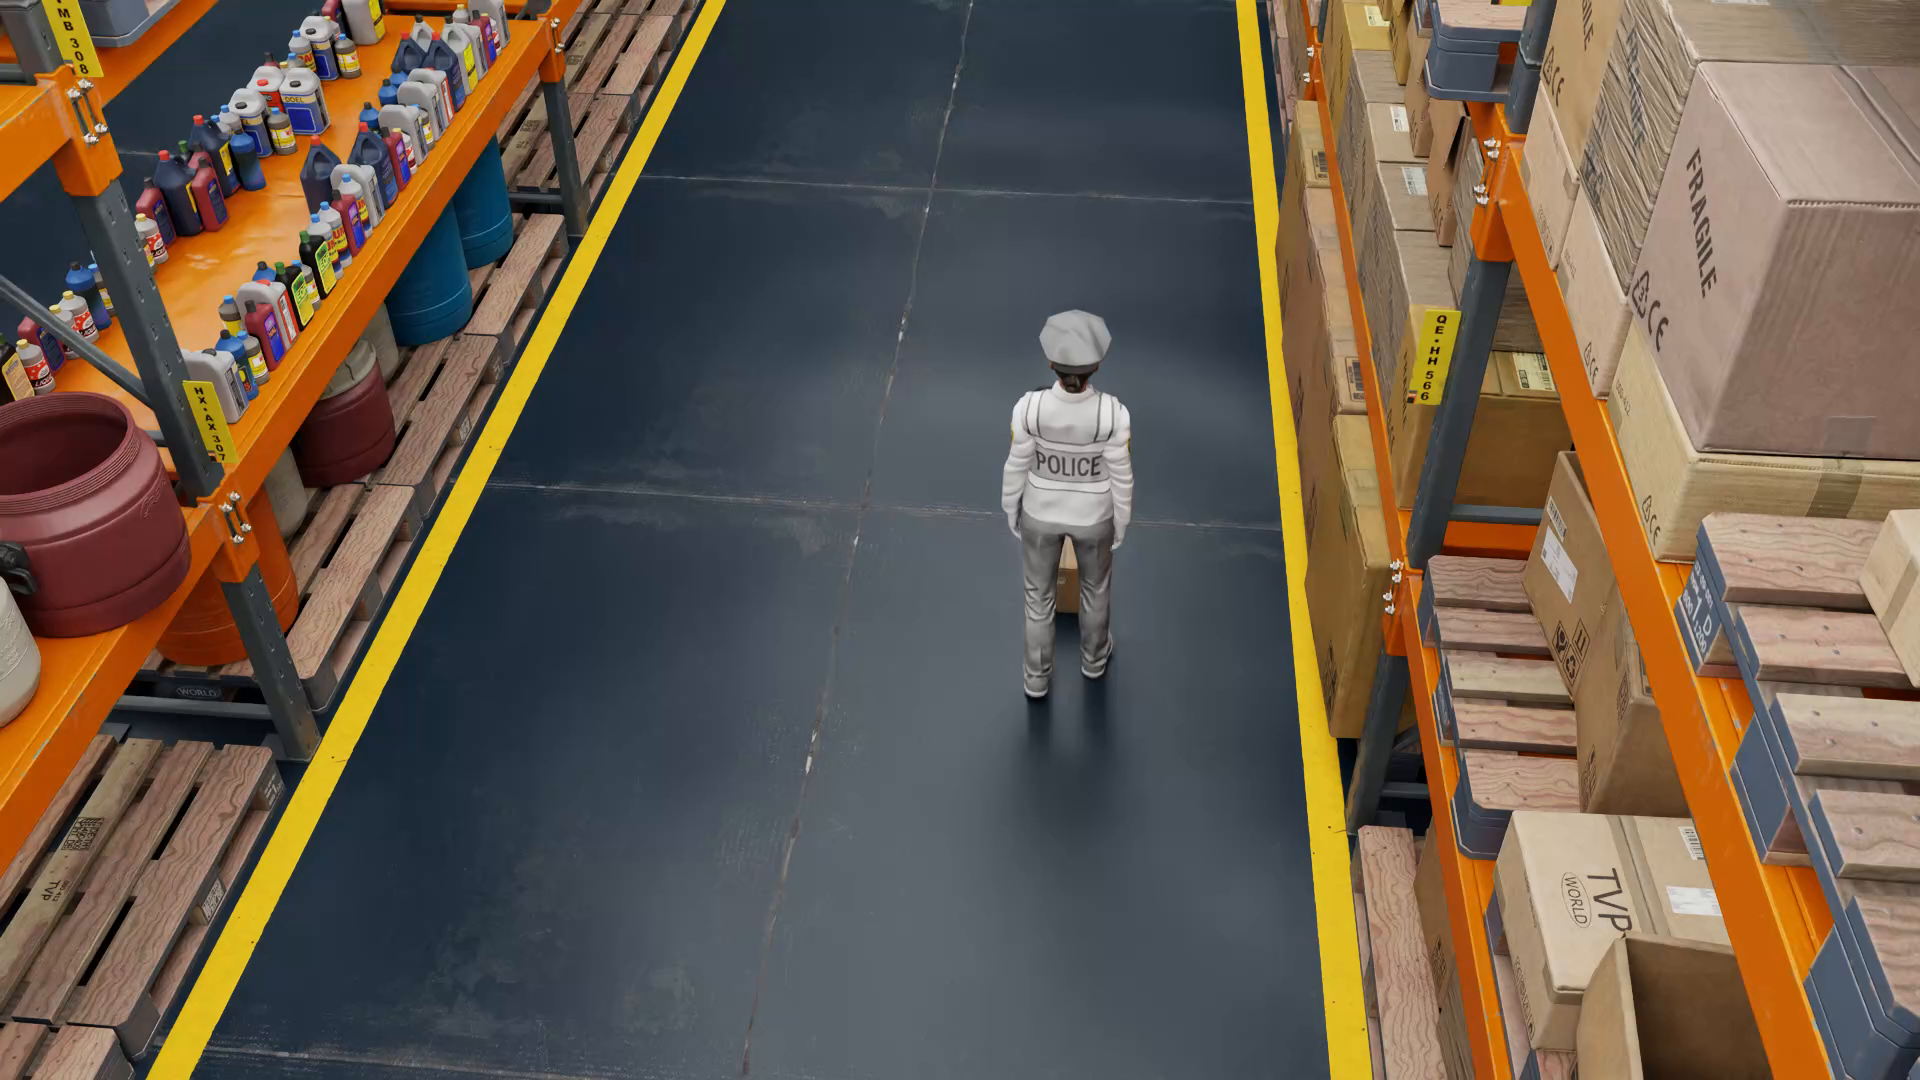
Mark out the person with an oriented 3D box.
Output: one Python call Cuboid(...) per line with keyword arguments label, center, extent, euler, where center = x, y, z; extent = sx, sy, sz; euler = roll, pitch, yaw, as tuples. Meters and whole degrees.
Cuboid(label="person", center=(0.406, -0.124, 6.286), extent=(0.478, 1.679, 0.432), euler=(4, 40, 4))
